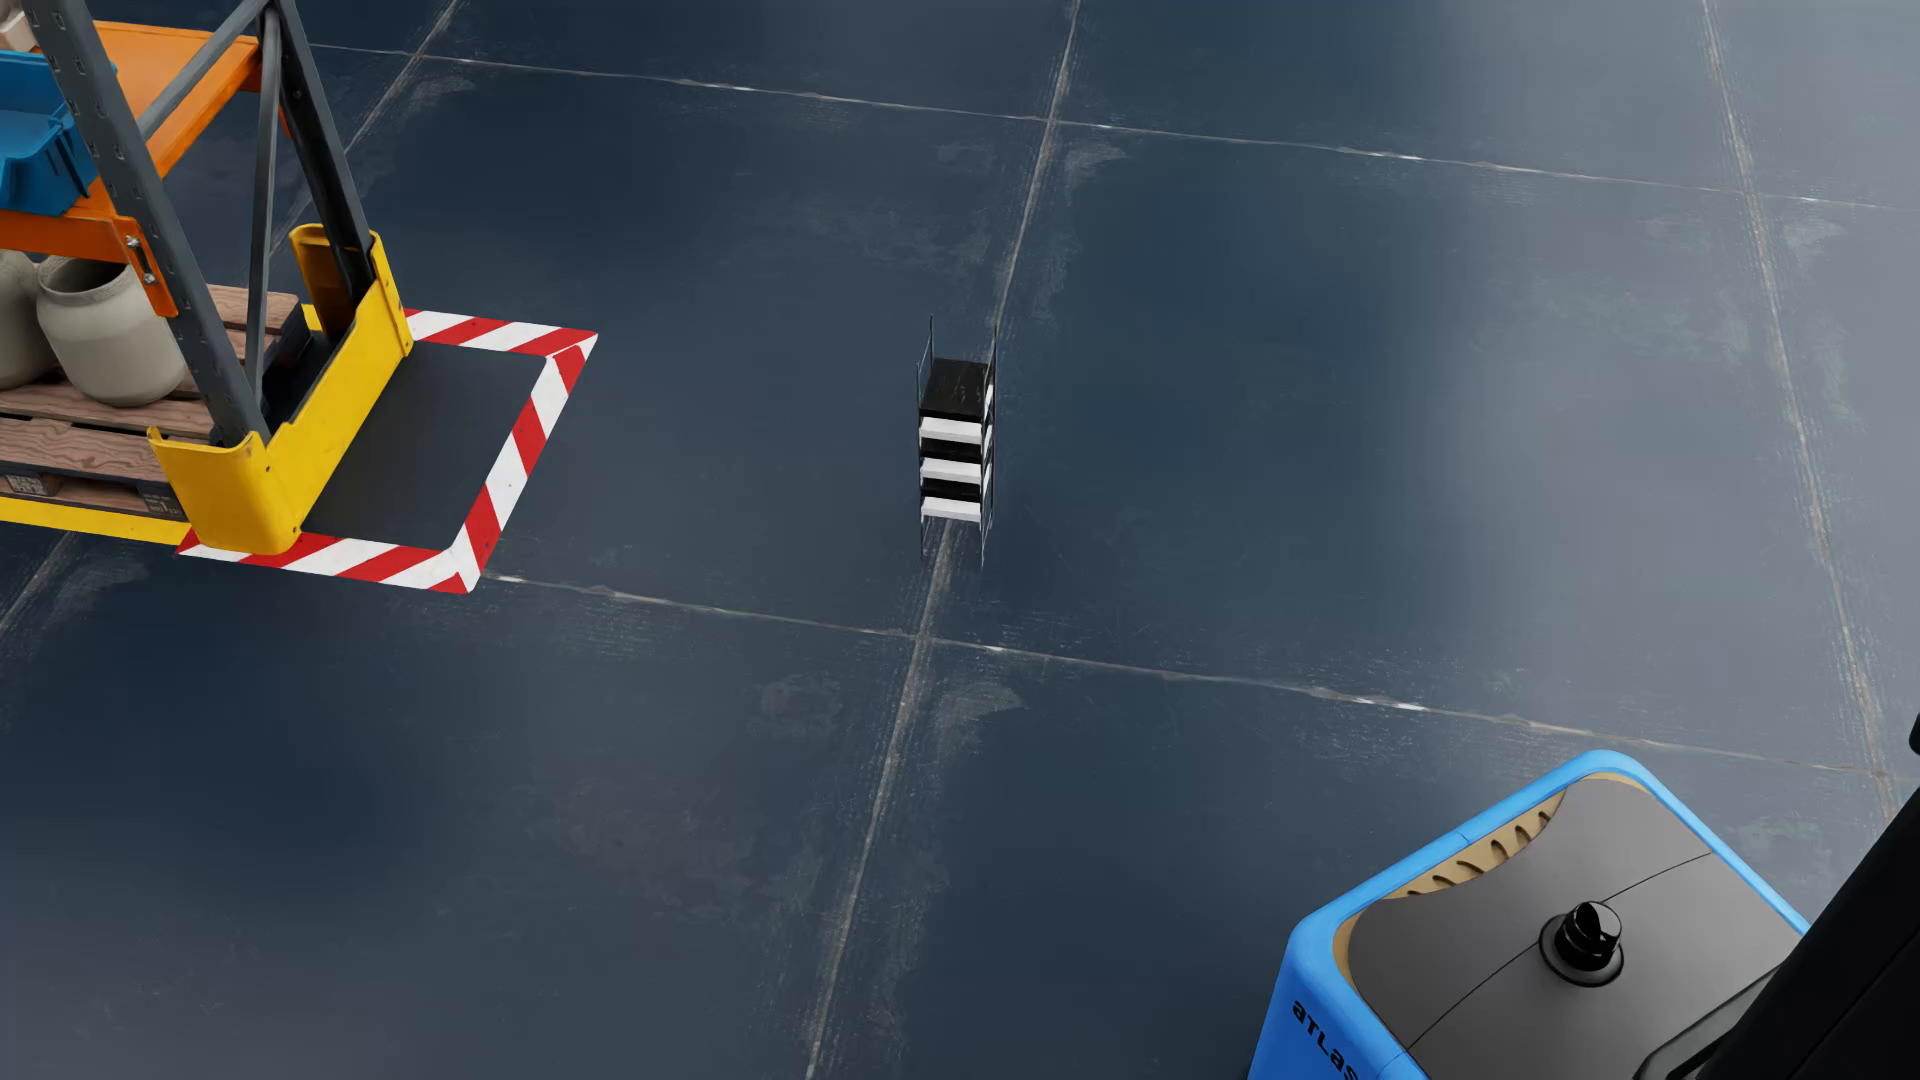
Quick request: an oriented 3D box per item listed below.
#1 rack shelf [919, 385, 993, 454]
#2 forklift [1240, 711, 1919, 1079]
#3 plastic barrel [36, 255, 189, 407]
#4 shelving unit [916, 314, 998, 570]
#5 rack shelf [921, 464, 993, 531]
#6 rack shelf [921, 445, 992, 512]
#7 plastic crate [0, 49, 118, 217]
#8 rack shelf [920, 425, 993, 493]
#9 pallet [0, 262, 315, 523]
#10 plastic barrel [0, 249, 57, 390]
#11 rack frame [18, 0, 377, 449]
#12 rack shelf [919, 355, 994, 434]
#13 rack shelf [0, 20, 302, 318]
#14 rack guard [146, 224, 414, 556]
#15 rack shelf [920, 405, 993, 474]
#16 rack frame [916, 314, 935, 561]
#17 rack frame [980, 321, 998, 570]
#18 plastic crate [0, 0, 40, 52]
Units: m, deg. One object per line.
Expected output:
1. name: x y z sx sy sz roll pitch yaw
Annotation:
1. rack shelf: -0.008 -0.400 5.307 0.200 0.077 0.258 8 49 7
2. forklift: 1.882 1.330 2.585 1.130 2.935 3.031 -24 52 -20
3. plastic barrel: -2.954 -0.755 5.802 0.421 0.512 0.421 0 48 0
4. shelving unit: -0.008 -0.302 5.416 0.210 0.900 0.258 8 49 7
5. rack shelf: -0.008 -0.159 5.575 0.200 0.077 0.258 8 49 7
6. rack shelf: -0.008 -0.219 5.508 0.200 0.077 0.258 8 49 7
7. plastic crate: -2.839 -1.213 4.923 0.616 0.251 0.499 8 49 7
8. rack shelf: -0.008 -0.280 5.441 0.200 0.077 0.258 8 49 7
9. pallet: -3.175 -0.570 6.121 1.213 0.211 1.003 8 49 7
10. plastic barrel: -3.447 -0.822 5.862 0.421 0.512 0.421 0 48 0
11. rack frame: -2.293 -1.415 5.005 0.127 3.000 1.000 8 49 7
12. rack shelf: -0.008 -0.460 5.240 0.200 0.077 0.258 8 49 7
13. rack shelf: -4.261 -1.440 5.511 4.000 0.370 1.077 8 49 7
14. rack guard: -2.376 -0.556 5.913 0.348 0.500 1.175 8 49 7
15. rack shelf: -0.008 -0.340 5.374 0.200 0.077 0.258 8 49 7
16. rack frame: -0.108 -0.315 5.428 0.006 0.900 0.240 8 49 7
17. rack frame: 0.092 -0.288 5.404 0.006 0.900 0.240 8 49 7
18. plastic crate: -3.116 -1.681 5.421 0.250 0.136 0.298 8 49 7
